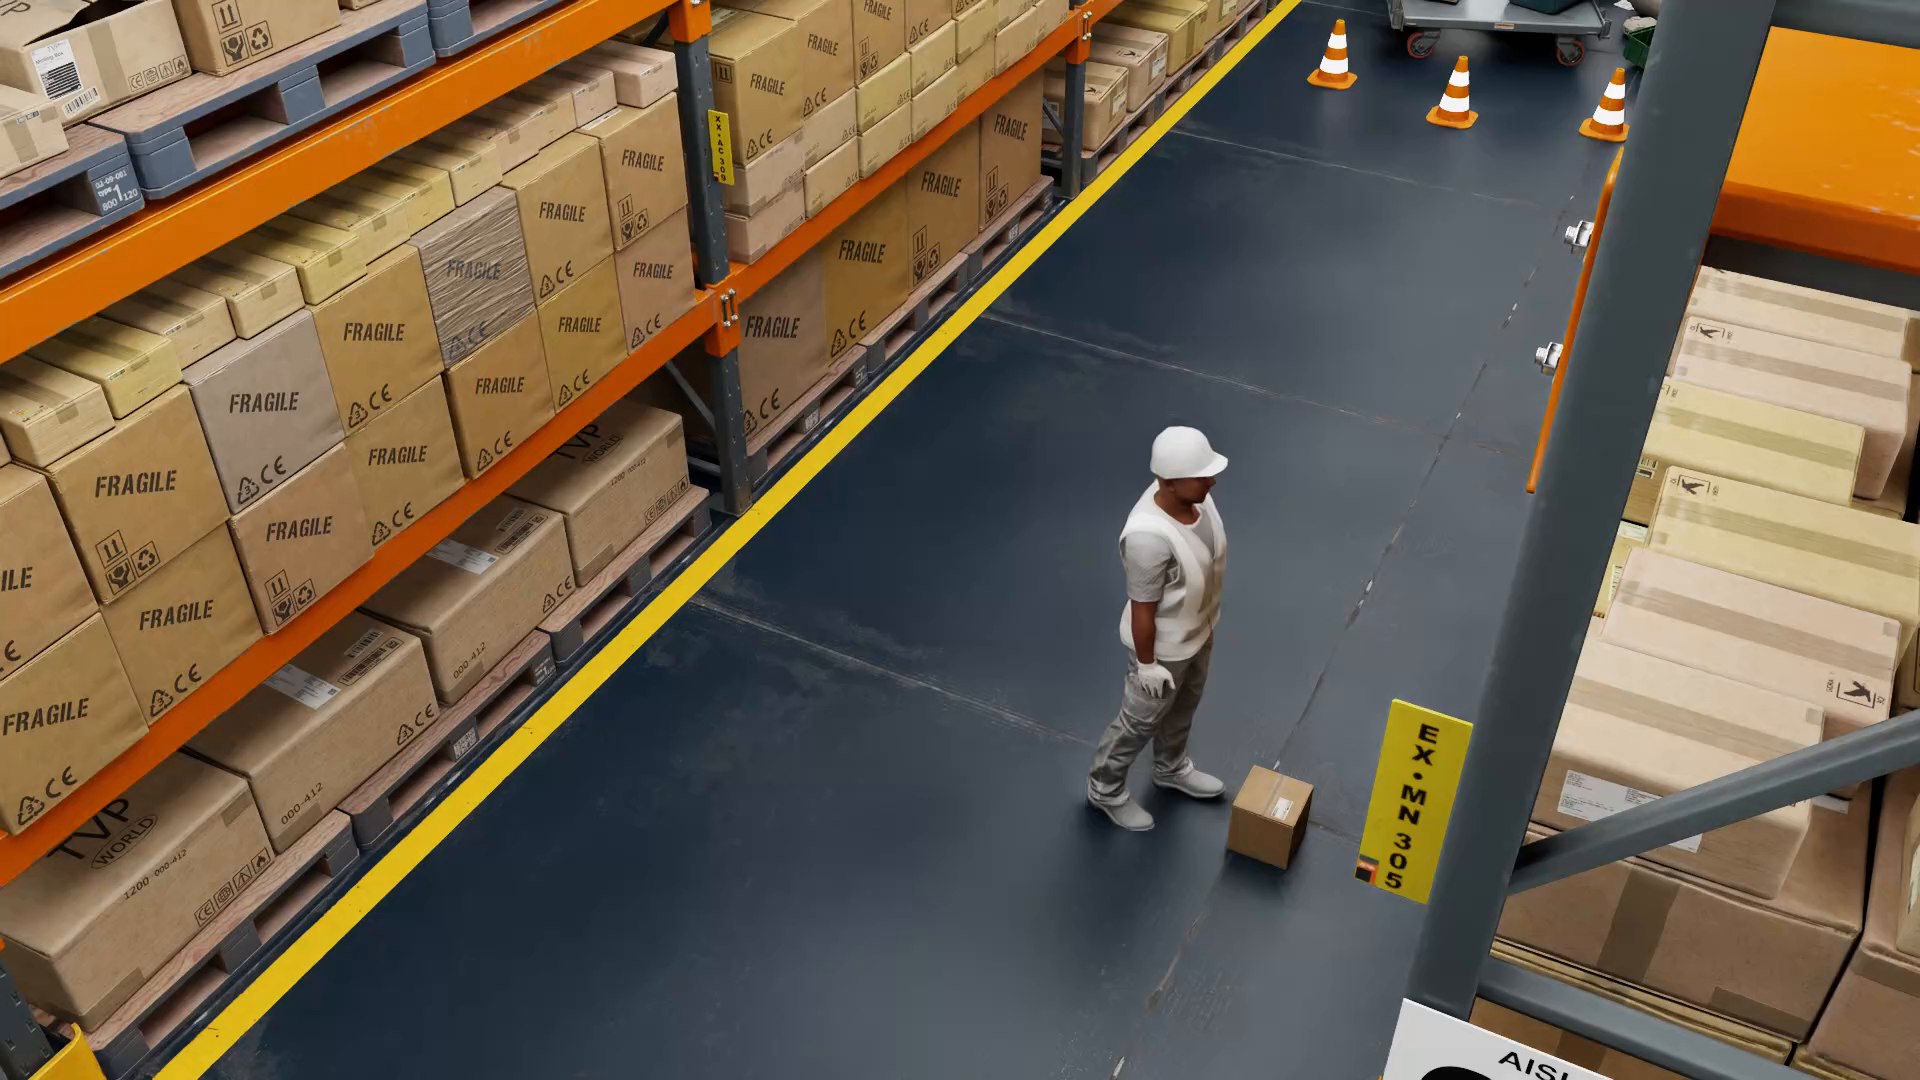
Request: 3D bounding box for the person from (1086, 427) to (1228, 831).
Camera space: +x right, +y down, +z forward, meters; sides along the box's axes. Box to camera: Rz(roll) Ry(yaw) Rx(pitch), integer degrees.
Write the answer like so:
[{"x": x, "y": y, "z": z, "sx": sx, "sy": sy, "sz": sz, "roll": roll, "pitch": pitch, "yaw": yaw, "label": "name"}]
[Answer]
[{"x": 0.808, "y": 0.352, "z": 6.286, "sx": 0.497, "sy": 1.806, "sz": 0.558, "roll": 18, "pitch": 41, "yaw": 22, "label": "person"}]
